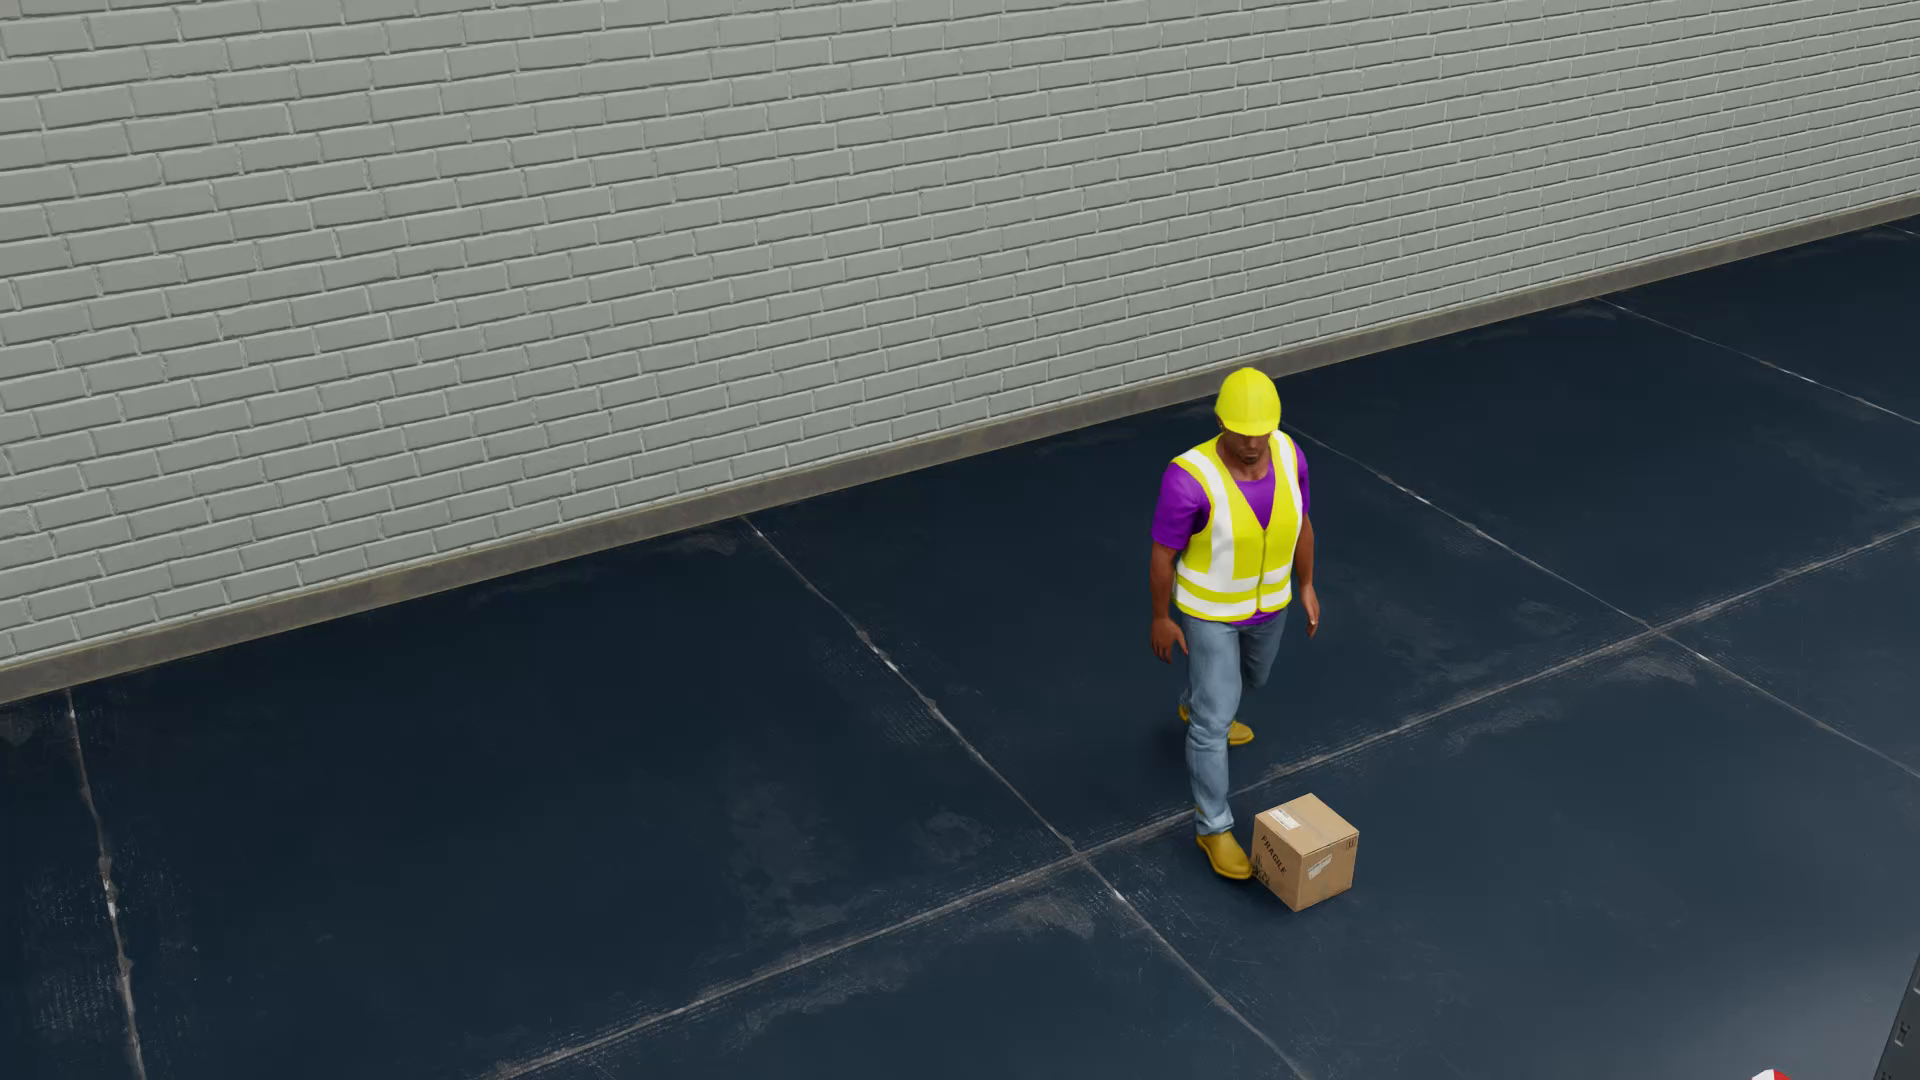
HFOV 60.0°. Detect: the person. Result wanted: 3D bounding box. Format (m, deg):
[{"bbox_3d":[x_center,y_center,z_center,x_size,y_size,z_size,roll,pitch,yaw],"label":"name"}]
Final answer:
[{"bbox_3d":[0.952,0.203,5.732,0.645,1.755,0.871,-15,32,-25],"label":"person"}]
